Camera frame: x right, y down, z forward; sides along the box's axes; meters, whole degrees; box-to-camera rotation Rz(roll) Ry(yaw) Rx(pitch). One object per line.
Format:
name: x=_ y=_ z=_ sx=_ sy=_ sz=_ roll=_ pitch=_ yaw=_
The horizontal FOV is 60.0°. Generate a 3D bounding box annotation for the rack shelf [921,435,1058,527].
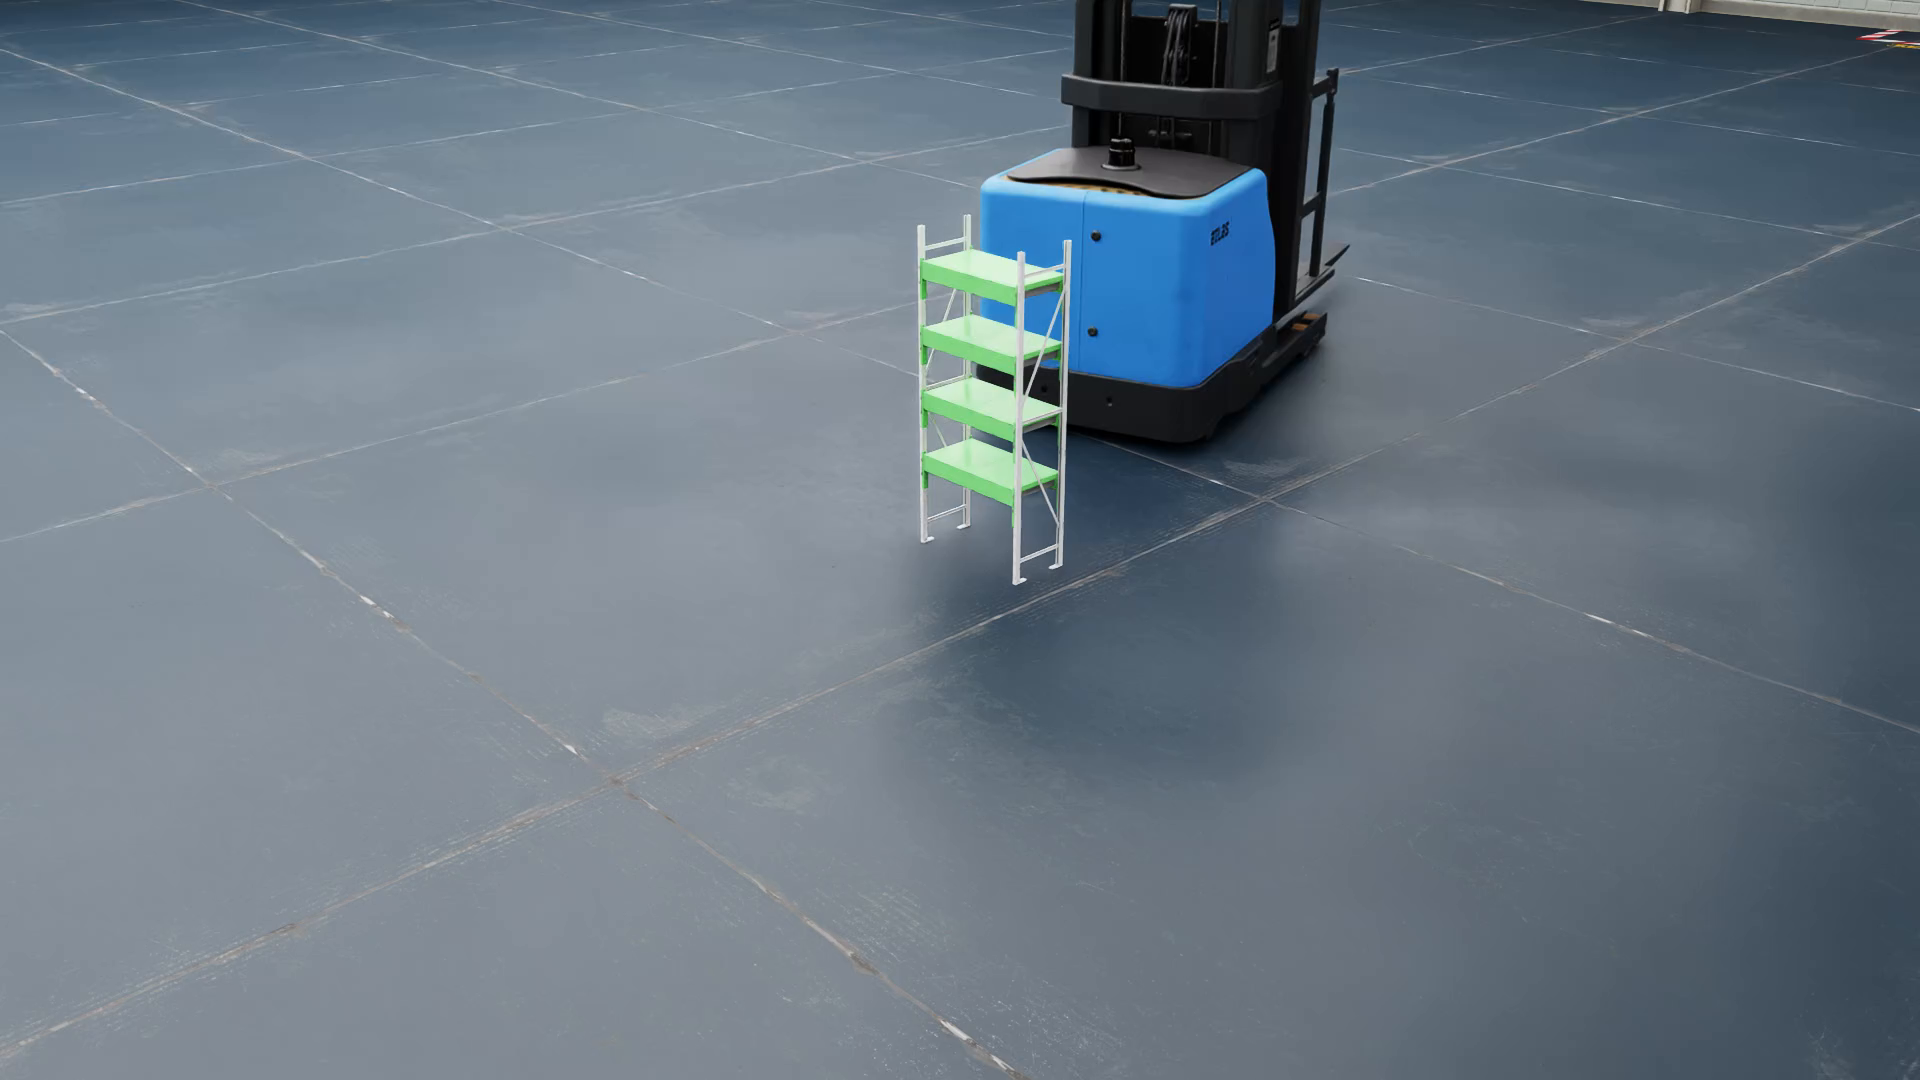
rack shelf: x=0.113 y=-0.219 z=6.017 sx=0.258 sy=0.148 sz=0.480 roll=-21 pitch=32 yaw=-38

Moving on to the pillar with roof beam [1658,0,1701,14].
pillar with roof beam: x=5.787 y=-9.442 z=16.104 sx=9.100 sy=9.000 sz=0.400 roll=-21 pitch=32 yaw=-38

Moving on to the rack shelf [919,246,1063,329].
rack shelf: x=0.113 y=-0.874 z=5.718 sx=0.258 sy=0.148 sz=0.480 roll=-21 pitch=32 yaw=-38

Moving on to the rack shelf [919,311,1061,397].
rack shelf: x=0.113 y=-0.656 z=5.818 sx=0.258 sy=0.148 sz=0.480 roll=-21 pitch=32 yaw=-38

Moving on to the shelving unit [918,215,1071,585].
shelving unit: x=0.113 y=-0.496 z=5.891 sx=0.258 sy=1.200 sz=0.503 roll=-21 pitch=32 yaw=-38

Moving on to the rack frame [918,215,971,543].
rack frame: x=-0.054 y=-0.570 z=6.053 sx=0.240 sy=1.200 sz=0.015 roll=-21 pitch=32 yaw=-38

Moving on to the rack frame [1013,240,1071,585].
rack frame: x=0.280 y=-0.422 z=5.729 sx=0.240 sy=1.200 sz=0.015 roll=-21 pitch=32 yaw=-38

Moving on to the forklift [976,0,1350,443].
forklift: x=1.200 y=-2.317 z=7.797 sx=1.130 sy=2.935 sz=3.031 roll=12 pitch=27 yaw=25

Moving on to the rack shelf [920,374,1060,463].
rack shelf: x=0.113 y=-0.438 z=5.918 sx=0.258 sy=0.148 sz=0.480 roll=-21 pitch=32 yaw=-38
